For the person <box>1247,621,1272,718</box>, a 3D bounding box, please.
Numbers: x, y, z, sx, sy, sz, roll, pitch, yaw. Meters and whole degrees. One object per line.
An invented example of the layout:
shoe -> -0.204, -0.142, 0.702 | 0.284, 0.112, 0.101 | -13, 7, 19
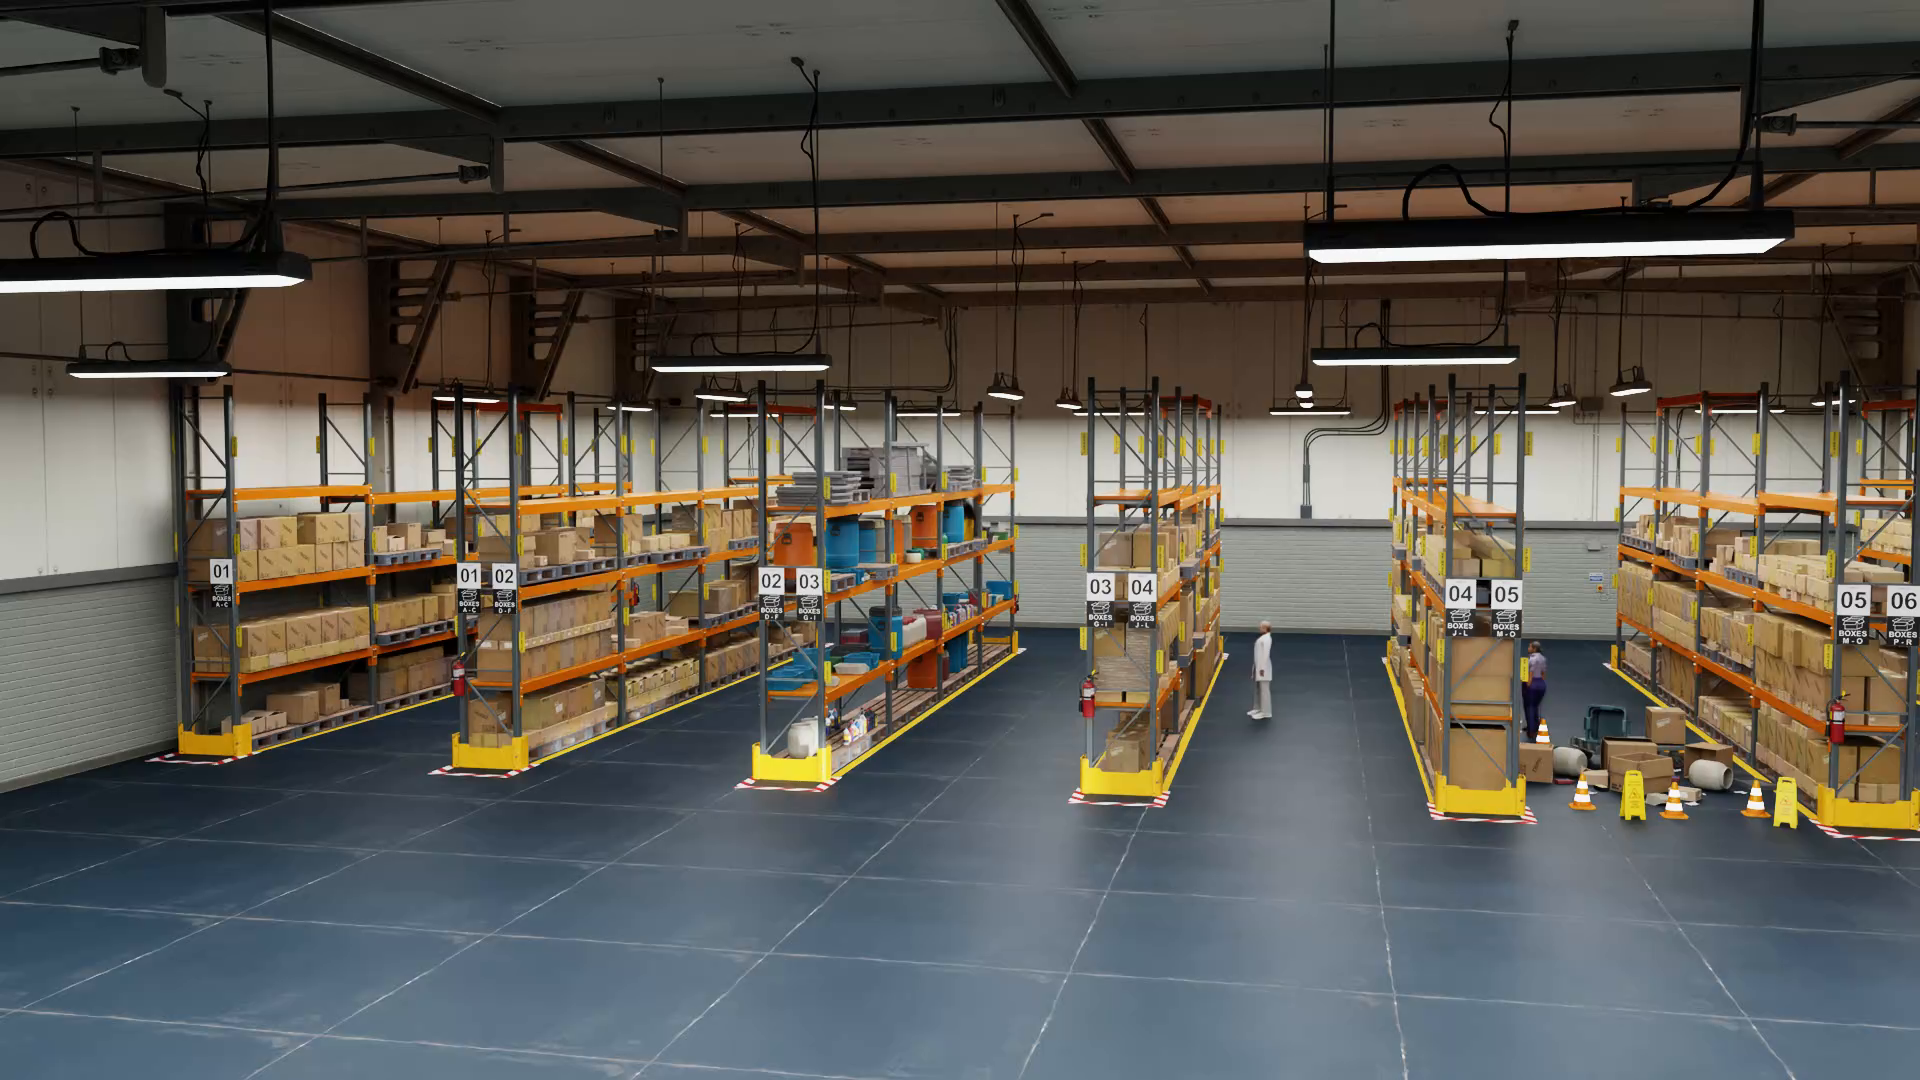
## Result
person -> 5.576, 2.384, 30.830 | 0.473, 1.775, 0.616 | 0, 3, -6

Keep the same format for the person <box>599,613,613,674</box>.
person -> -7.791, 2.061, 36.649 | 0.487, 1.791, 0.563 | -2, 4, -37

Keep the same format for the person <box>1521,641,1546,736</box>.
person -> 9.968, 2.579, 29.002 | 0.499, 1.625, 0.572 | -1, 3, -20
